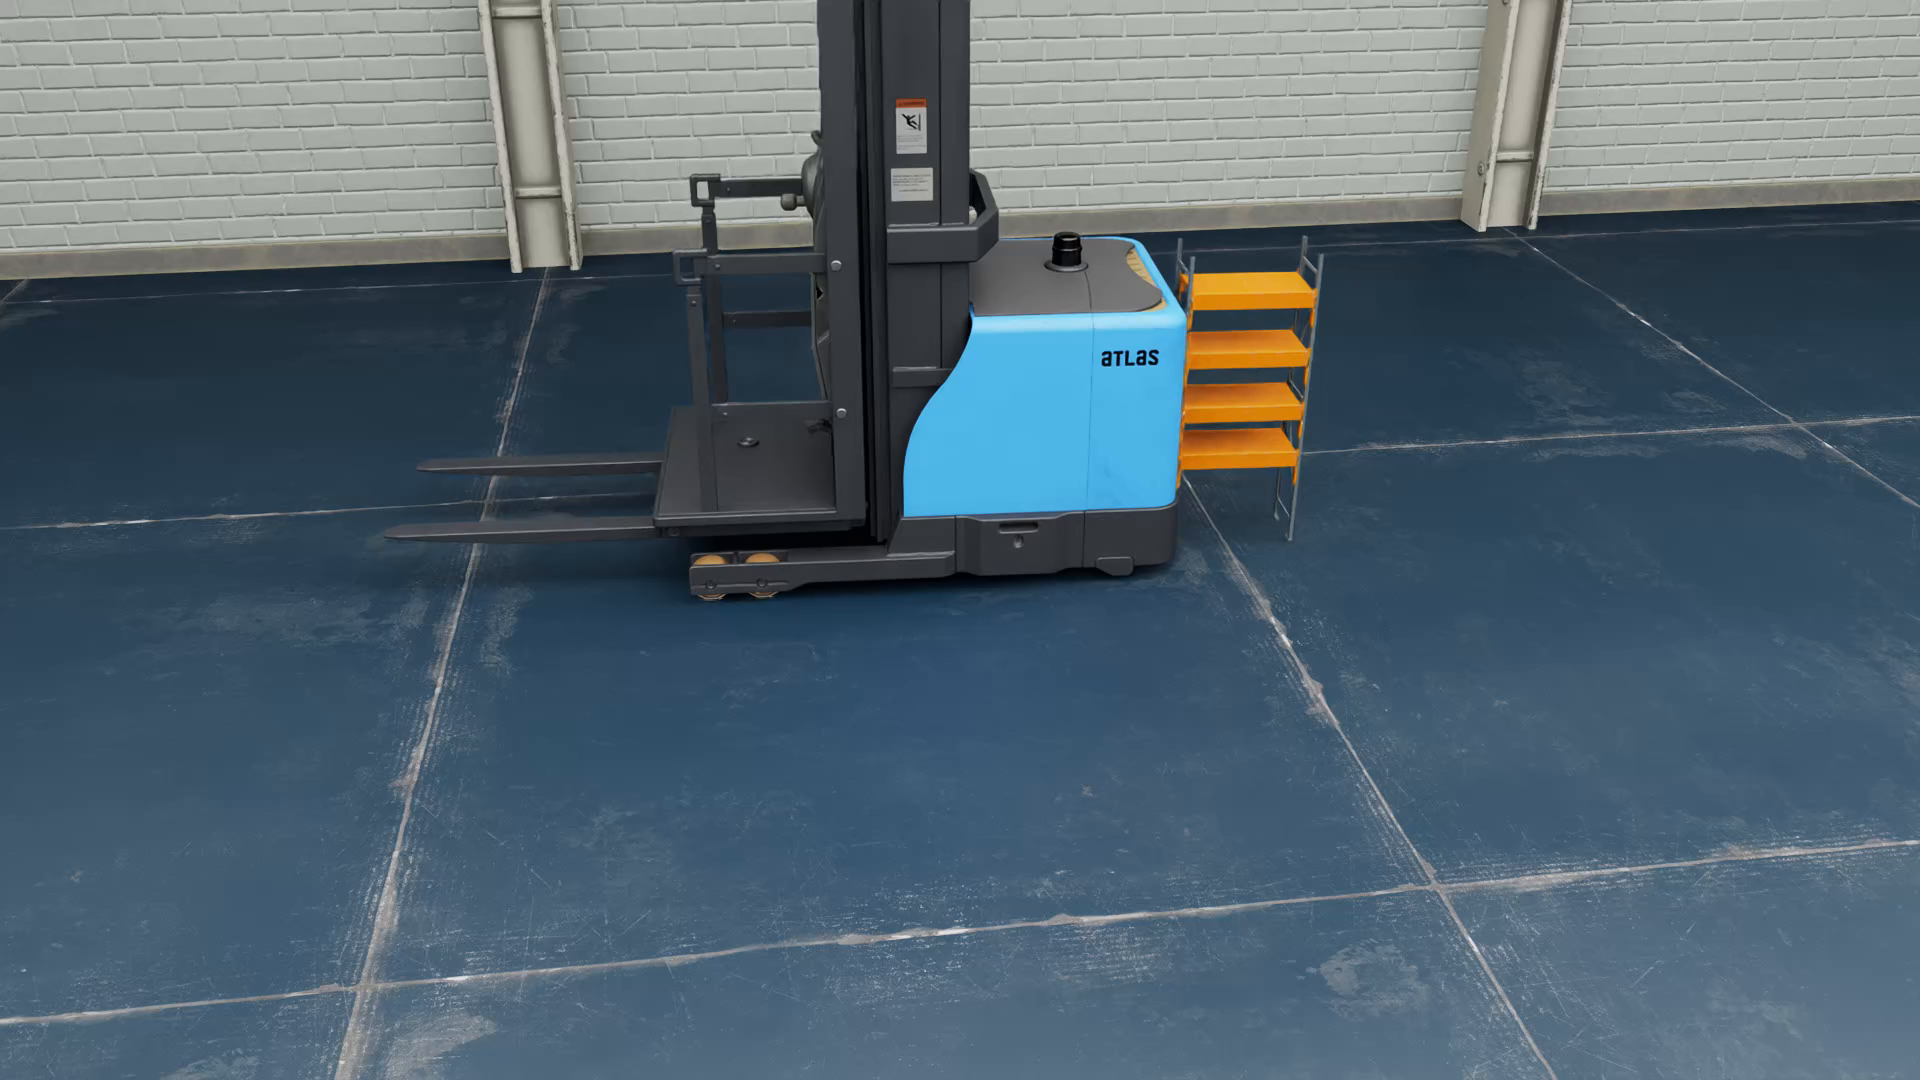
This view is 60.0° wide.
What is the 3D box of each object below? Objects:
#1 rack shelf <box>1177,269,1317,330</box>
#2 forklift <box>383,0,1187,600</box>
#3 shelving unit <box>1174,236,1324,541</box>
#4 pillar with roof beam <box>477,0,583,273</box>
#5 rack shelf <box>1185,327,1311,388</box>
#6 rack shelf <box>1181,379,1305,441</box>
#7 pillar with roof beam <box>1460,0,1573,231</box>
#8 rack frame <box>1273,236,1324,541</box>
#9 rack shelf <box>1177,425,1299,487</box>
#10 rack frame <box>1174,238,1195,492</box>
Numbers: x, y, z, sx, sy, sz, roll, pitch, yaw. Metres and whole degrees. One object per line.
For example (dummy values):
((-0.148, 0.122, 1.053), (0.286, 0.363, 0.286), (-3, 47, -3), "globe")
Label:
((1.093, -0.924, 6.372), (0.480, 0.148, 0.258), (-2, 27, -5), "rack shelf")
((-0.704, -1.329, 6.130), (3.031, 2.935, 1.130), (-2, 27, -4), "forklift")
((1.089, -0.575, 6.551), (0.503, 1.200, 0.258), (-2, 27, -5), "shelving unit")
((-1.875, -3.720, 4.144), (0.400, 9.000, 9.100), (-4, 27, -7), "pillar with roof beam")
((1.091, -0.714, 6.479), (0.480, 0.148, 0.258), (-2, 27, -5), "rack shelf")
((1.089, -0.515, 6.581), (0.480, 0.148, 0.258), (-2, 27, -5), "rack shelf")
((4.067, -4.102, 4.887), (0.400, 9.000, 9.100), (-4, 27, -7), "pillar with roof beam")
((1.332, -0.583, 6.572), (0.015, 1.200, 0.240), (-2, 27, -5), "rack frame")
((1.087, -0.338, 6.672), (0.480, 0.148, 0.258), (-2, 27, -5), "rack shelf")
((0.846, -0.566, 6.530), (0.015, 1.200, 0.240), (-2, 27, -5), "rack frame")
